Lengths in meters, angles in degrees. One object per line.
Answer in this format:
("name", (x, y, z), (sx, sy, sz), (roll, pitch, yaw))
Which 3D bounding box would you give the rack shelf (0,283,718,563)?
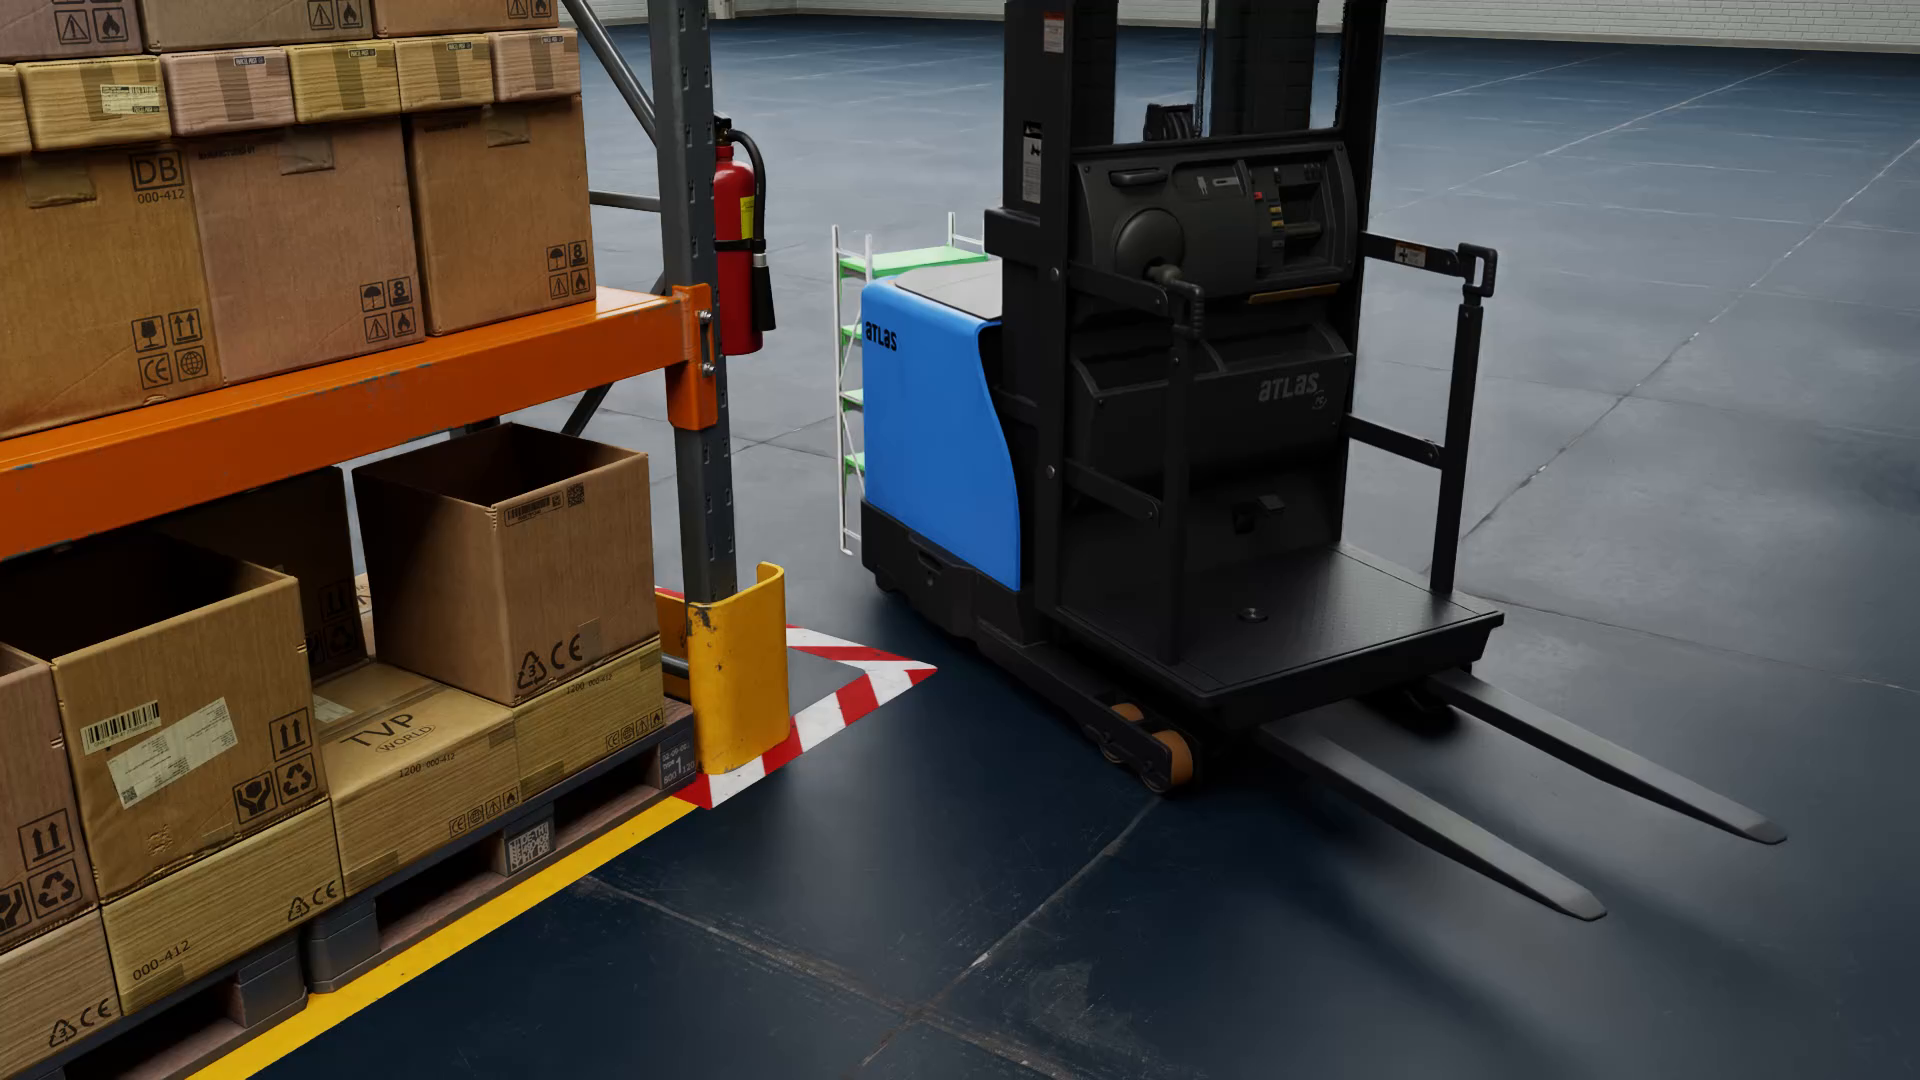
("rack shelf", (-2.178, -0.002, 2.985), (1.077, 0.370, 4.000), (13, 24, 32))

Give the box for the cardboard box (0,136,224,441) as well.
("cardboard box", (-1.902, -0.536, 3.247), (0.700, 0.500, 0.500), (13, 24, 32))

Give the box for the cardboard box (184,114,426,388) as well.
("cardboard box", (-1.618, -0.678, 3.629), (0.700, 0.500, 0.500), (14, 24, 33))

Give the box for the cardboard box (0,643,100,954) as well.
("cardboard box", (-1.942, 0.472, 2.942), (0.500, 0.500, 0.500), (13, 24, 32))

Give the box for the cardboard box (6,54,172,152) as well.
("cardboard box", (-1.691, -0.822, 3.085), (0.380, 0.149, 0.250), (14, 25, 33))

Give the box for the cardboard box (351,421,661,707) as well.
("cardboard box", (-1.109, 0.039, 4.113), (0.500, 0.500, 0.500), (13, 24, 32))

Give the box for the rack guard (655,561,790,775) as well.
("rack guard", (-1.041, 0.252, 4.864), (1.175, 0.500, 0.348), (13, 24, 32))

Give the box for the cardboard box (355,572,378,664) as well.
("cardboard box", (-1.540, 0.289, 4.517), (0.500, 0.250, 0.500), (13, 24, 32))

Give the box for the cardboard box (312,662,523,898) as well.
("cardboard box", (-1.382, 0.536, 3.850), (0.500, 0.250, 0.500), (13, 24, 32))

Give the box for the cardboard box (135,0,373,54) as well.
("cardboard box", (-1.648, -1.270, 3.362), (0.700, 0.500, 0.500), (13, 24, 30))

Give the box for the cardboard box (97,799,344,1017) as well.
("cardboard box", (-1.662, 0.680, 3.461), (0.500, 0.250, 0.500), (13, 24, 32))

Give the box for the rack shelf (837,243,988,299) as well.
("rack shelf", (-0.168, -0.930, 5.851), (0.480, 0.148, 0.258), (-14, 24, -32))

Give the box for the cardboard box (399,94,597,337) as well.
("cardboard box", (-1.327, -0.829, 4.039), (0.700, 0.500, 0.500), (13, 24, 32))

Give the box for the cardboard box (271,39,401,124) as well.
("cardboard box", (-1.401, -0.969, 3.482), (0.380, 0.149, 0.250), (13, 24, 31))

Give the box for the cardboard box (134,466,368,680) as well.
("cardboard box", (-1.819, 0.082, 3.998), (0.500, 0.500, 0.500), (13, 24, 32))

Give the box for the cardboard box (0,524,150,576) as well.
("cardboard box", (-2.089, 0.228, 3.603), (0.500, 0.500, 0.500), (13, 24, 32))

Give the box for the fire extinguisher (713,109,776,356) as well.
("fire extinguisher", (-0.603, -0.821, 4.272), (0.296, 0.674, 0.183), (13, 24, 32))

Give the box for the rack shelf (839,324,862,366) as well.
("rack shelf", (-0.168, -0.705, 5.934), (0.480, 0.148, 0.258), (-14, 24, -32))

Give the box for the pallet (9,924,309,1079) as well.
("pallet", (-2.136, 0.970, 3.337), (1.003, 0.211, 1.213), (13, 24, 32))

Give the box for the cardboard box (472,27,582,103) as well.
("cardboard box", (-1.111, -1.118, 3.885), (0.380, 0.149, 0.250), (13, 24, 31))

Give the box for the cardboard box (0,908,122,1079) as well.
("cardboard box", (-1.944, 0.823, 3.074), (0.500, 0.250, 0.500), (13, 24, 32))

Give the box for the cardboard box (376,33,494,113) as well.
("cardboard box", (-1.257, -1.043, 3.681), (0.380, 0.149, 0.250), (14, 24, 33))

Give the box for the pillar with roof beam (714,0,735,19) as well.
("pillar with roof beam", (-2.260, -16.304, 37.371), (9.100, 9.000, 0.400), (13, 24, 32))

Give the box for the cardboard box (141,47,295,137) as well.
("cardboard box", (-1.544, -0.897, 3.288), (0.380, 0.149, 0.250), (14, 24, 33))

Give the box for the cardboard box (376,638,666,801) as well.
("cardboard box", (-1.111, 0.390, 4.244), (0.500, 0.250, 0.500), (13, 24, 32))

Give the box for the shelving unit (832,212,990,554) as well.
("shelving unit", (-0.168, -0.540, 5.995), (0.503, 1.200, 0.258), (-14, 24, -32))

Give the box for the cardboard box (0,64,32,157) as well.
("cardboard box", (-1.838, -0.746, 2.879), (0.380, 0.149, 0.250), (14, 25, 33))

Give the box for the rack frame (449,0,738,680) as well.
("rack frame", (-1.054, -0.914, 4.411), (1.000, 3.000, 0.127), (13, 24, 32))

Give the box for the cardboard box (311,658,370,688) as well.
("cardboard box", (-1.818, 0.434, 4.127), (0.500, 0.250, 0.500), (13, 24, 32))

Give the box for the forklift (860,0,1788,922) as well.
("forklift", (0.835, -0.882, 4.425), (1.130, 2.935, 3.031), (-12, 23, -28))

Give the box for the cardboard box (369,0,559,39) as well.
("cardboard box", (-1.357, -1.422, 3.772), (0.700, 0.500, 0.500), (13, 24, 32))

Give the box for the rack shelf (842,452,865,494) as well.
("rack shelf", (-0.168, -0.255, 6.101), (0.480, 0.148, 0.258), (-14, 24, -32))

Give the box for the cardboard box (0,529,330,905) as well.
("cardboard box", (-1.659, 0.329, 3.329), (0.500, 0.500, 0.500), (13, 24, 32))

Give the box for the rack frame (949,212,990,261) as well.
("rack frame", (0.033, -0.588, 6.126), (0.015, 1.200, 0.240), (-14, 24, -32))

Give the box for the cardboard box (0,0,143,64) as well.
("cardboard box", (-1.931, -1.126, 2.970), (0.700, 0.500, 0.500), (13, 24, 32))

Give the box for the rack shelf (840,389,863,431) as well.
("rack shelf", (-0.168, -0.480, 6.018), (0.480, 0.148, 0.258), (-14, 24, -32))

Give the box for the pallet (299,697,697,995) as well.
("pallet", (-1.449, 0.622, 4.280), (1.003, 0.211, 1.213), (13, 24, 32))

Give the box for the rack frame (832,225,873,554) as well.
("rack frame", (-0.368, -0.492, 5.865), (0.015, 1.200, 0.240), (-14, 24, -32))
